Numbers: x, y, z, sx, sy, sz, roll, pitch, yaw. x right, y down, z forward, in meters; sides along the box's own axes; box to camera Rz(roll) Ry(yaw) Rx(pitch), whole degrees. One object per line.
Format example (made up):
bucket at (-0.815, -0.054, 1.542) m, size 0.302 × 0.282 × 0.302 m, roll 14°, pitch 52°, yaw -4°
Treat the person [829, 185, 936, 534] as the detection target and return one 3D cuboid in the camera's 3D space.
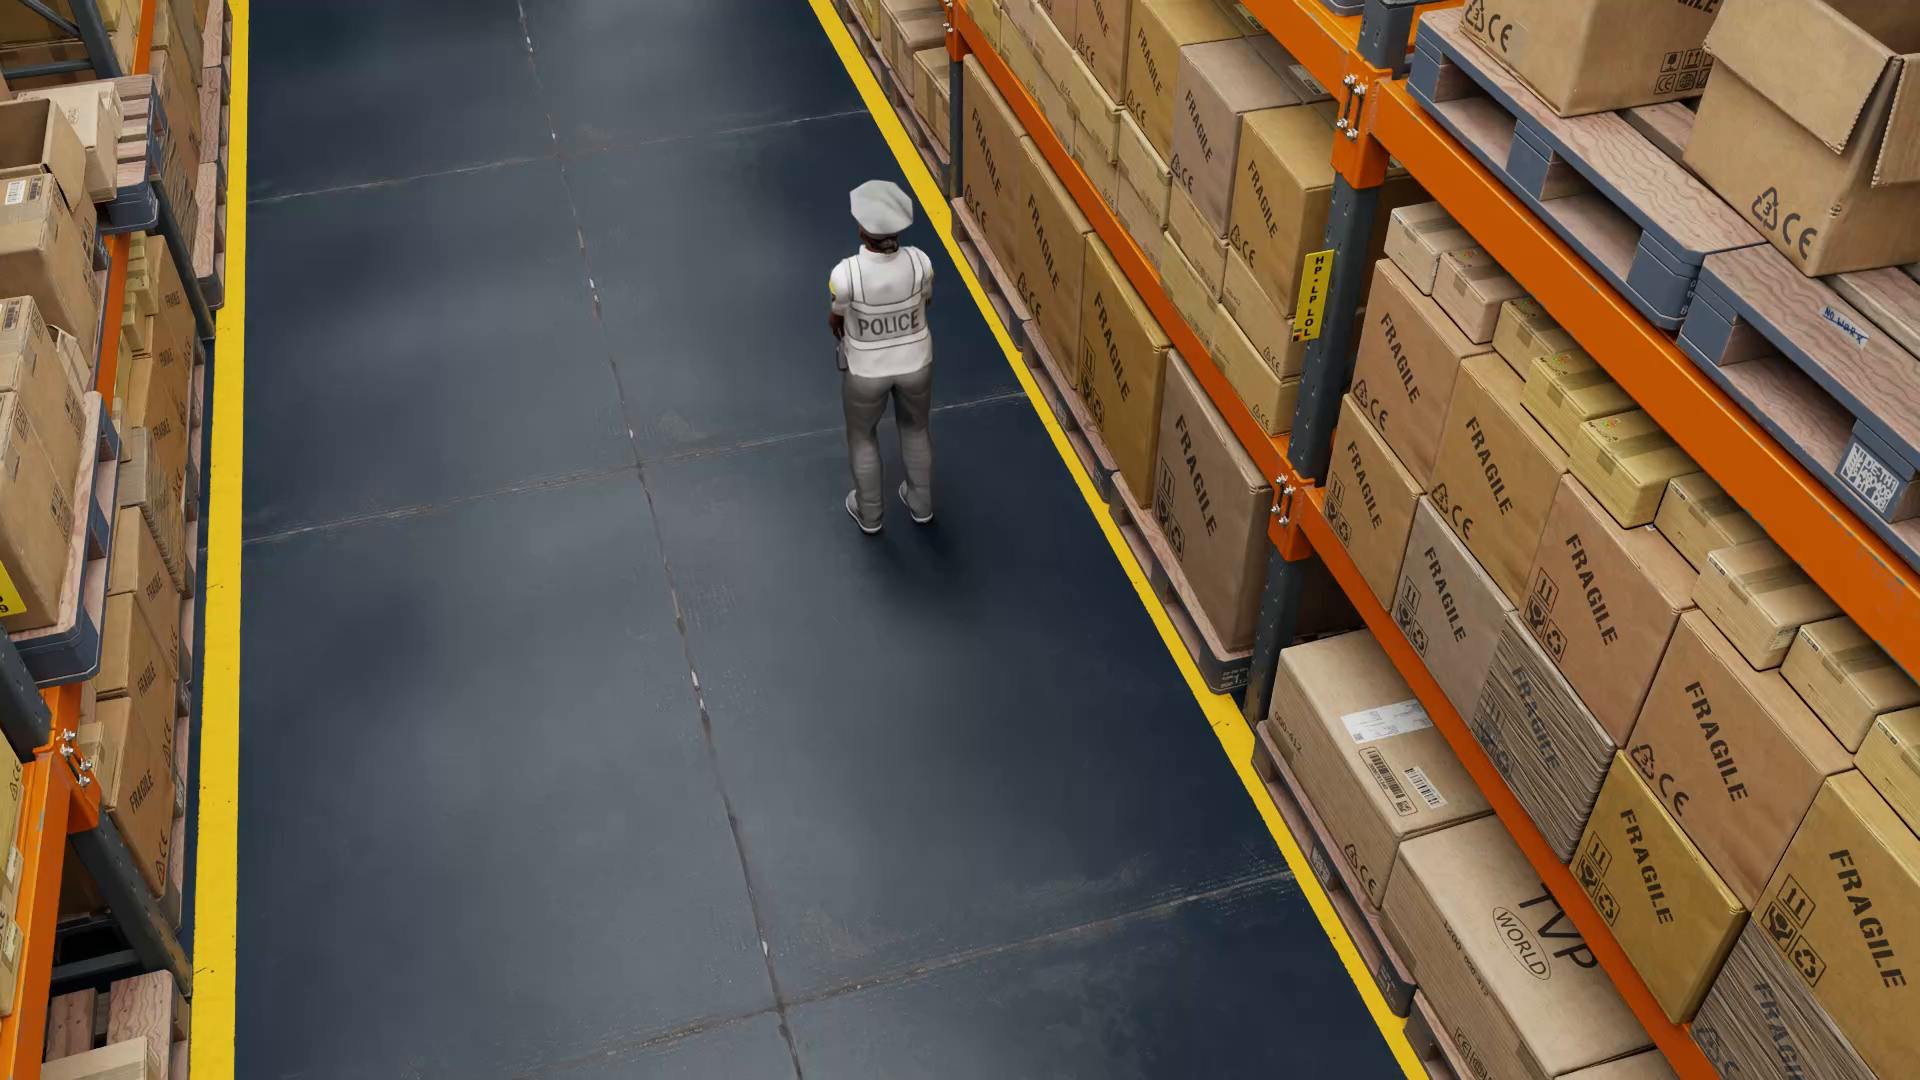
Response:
person at (-0.329, -0.784, 7.000) m, size 0.451 × 1.688 × 0.533 m, roll -11°, pitch 44°, yaw -12°
